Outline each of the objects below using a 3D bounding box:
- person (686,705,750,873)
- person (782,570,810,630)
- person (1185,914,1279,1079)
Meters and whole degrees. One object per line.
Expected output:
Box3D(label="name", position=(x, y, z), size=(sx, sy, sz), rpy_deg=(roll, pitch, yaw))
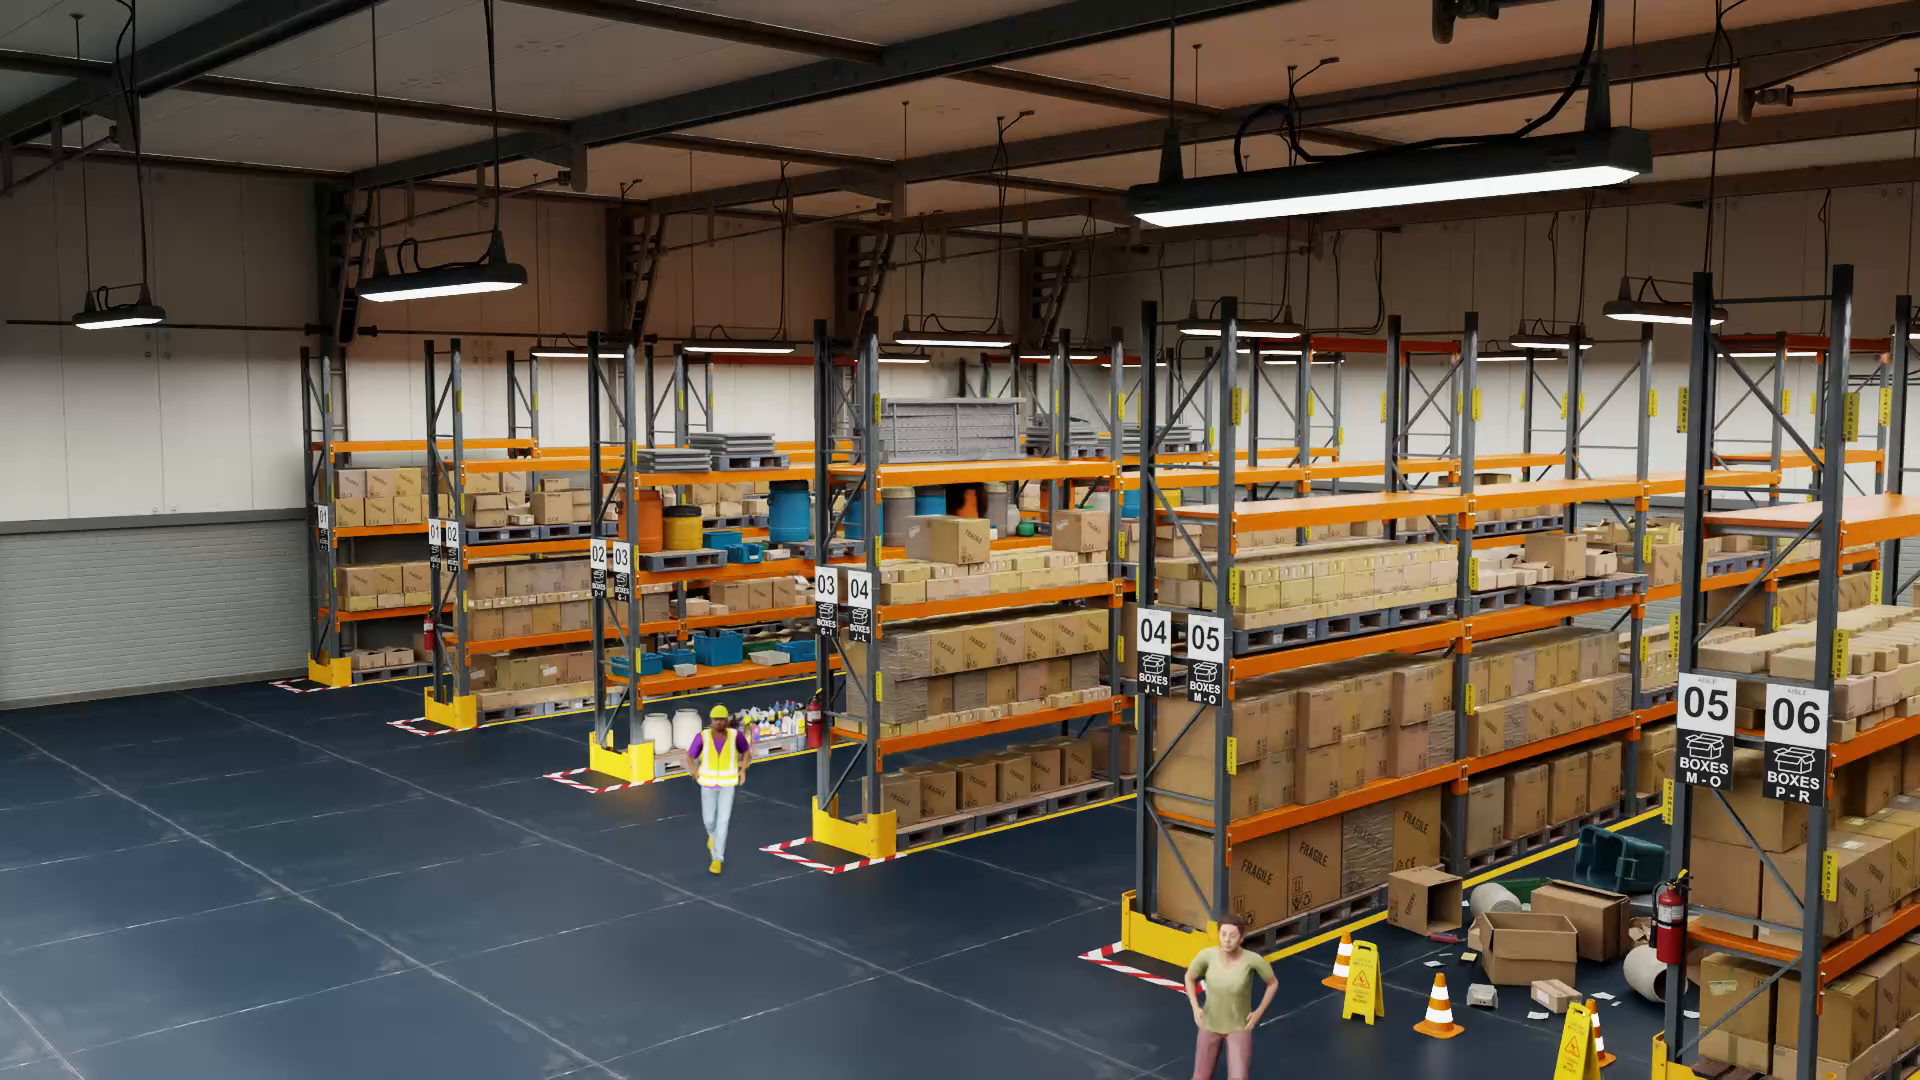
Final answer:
Box3D(label="person", position=(-2.641, 2.671, 18.168), size=(0.689, 1.754, 0.979), rpy_deg=(0, 5, -5))
Box3D(label="person", position=(-3.374, 1.302, 34.000), size=(0.674, 1.740, 0.782), rpy_deg=(4, 6, 35))
Box3D(label="person", position=(1.873, 3.365, 11.506), size=(0.637, 1.666, 0.779), rpy_deg=(1, 5, 6))
